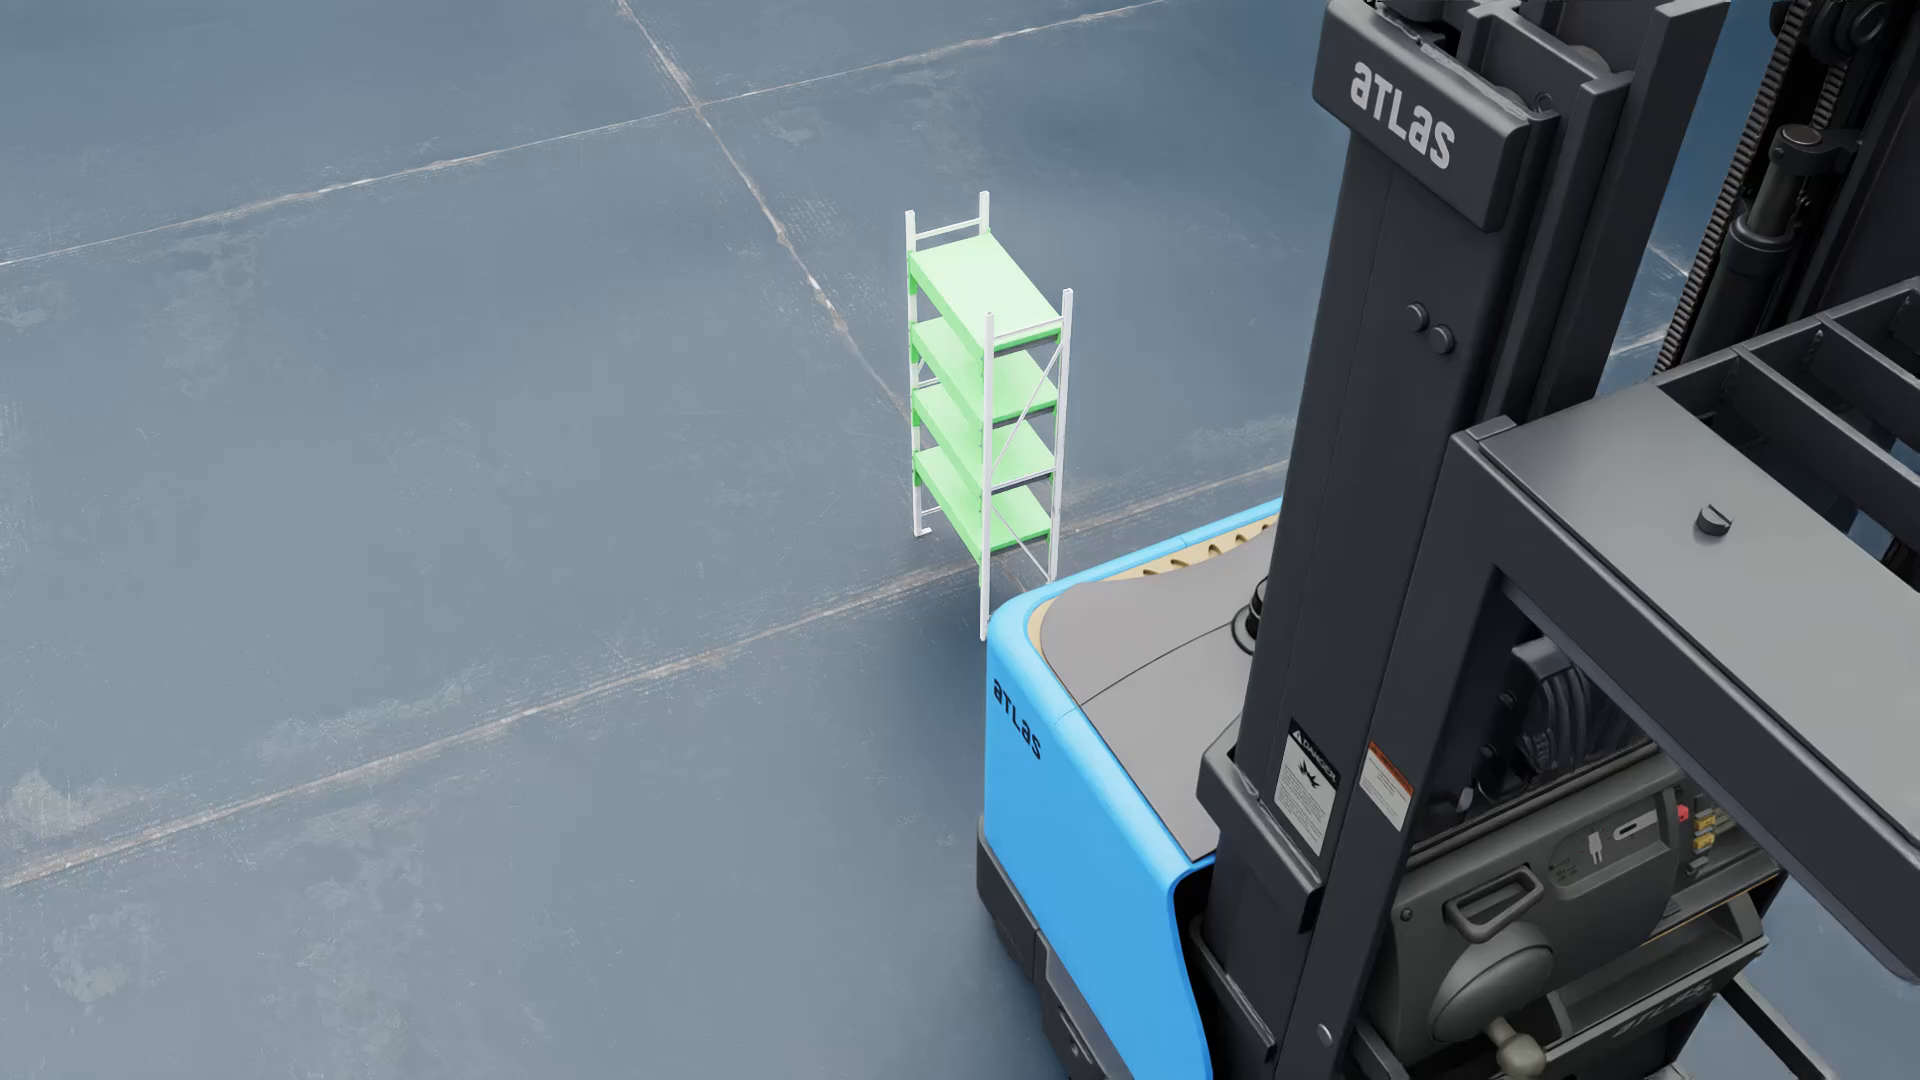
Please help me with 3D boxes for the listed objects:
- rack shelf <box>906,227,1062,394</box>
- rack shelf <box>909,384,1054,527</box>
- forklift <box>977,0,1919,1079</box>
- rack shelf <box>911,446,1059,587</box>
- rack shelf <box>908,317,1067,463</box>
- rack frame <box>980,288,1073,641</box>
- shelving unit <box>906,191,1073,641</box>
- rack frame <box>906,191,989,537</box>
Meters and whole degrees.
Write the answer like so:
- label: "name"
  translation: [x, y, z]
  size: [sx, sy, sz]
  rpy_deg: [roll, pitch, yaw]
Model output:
- label: "rack shelf"
  translation: [0.070, -0.618, 4.429]
  size: [0.258, 0.148, 0.480]
  rpy_deg: [-18, 47, -17]
- label: "rack shelf"
  translation: [0.070, -0.276, 4.767]
  size: [0.258, 0.148, 0.480]
  rpy_deg: [-18, 47, -17]
- label: "forklift"
  translation: [1.160, 0.635, 2.520]
  size: [1.130, 2.935, 3.031]
  rpy_deg: [-20, 48, -19]
- label: "rack shelf"
  translation: [0.070, -0.105, 4.935]
  size: [0.258, 0.148, 0.480]
  rpy_deg: [-18, 47, -17]
- label: "rack shelf"
  translation: [0.070, -0.447, 4.598]
  size: [0.258, 0.148, 0.480]
  rpy_deg: [-18, 47, -17]
- label: "rack frame"
  translation: [0.172, -0.166, 4.564]
  size: [0.240, 1.200, 0.015]
  rpy_deg: [-18, 47, -17]
- label: "shelving unit"
  translation: [0.070, -0.322, 4.722]
  size: [0.258, 1.200, 0.503]
  rpy_deg: [-18, 47, -17]
- label: "rack frame"
  translation: [-0.033, -0.477, 4.879]
  size: [0.240, 1.200, 0.015]
  rpy_deg: [-18, 47, -17]
